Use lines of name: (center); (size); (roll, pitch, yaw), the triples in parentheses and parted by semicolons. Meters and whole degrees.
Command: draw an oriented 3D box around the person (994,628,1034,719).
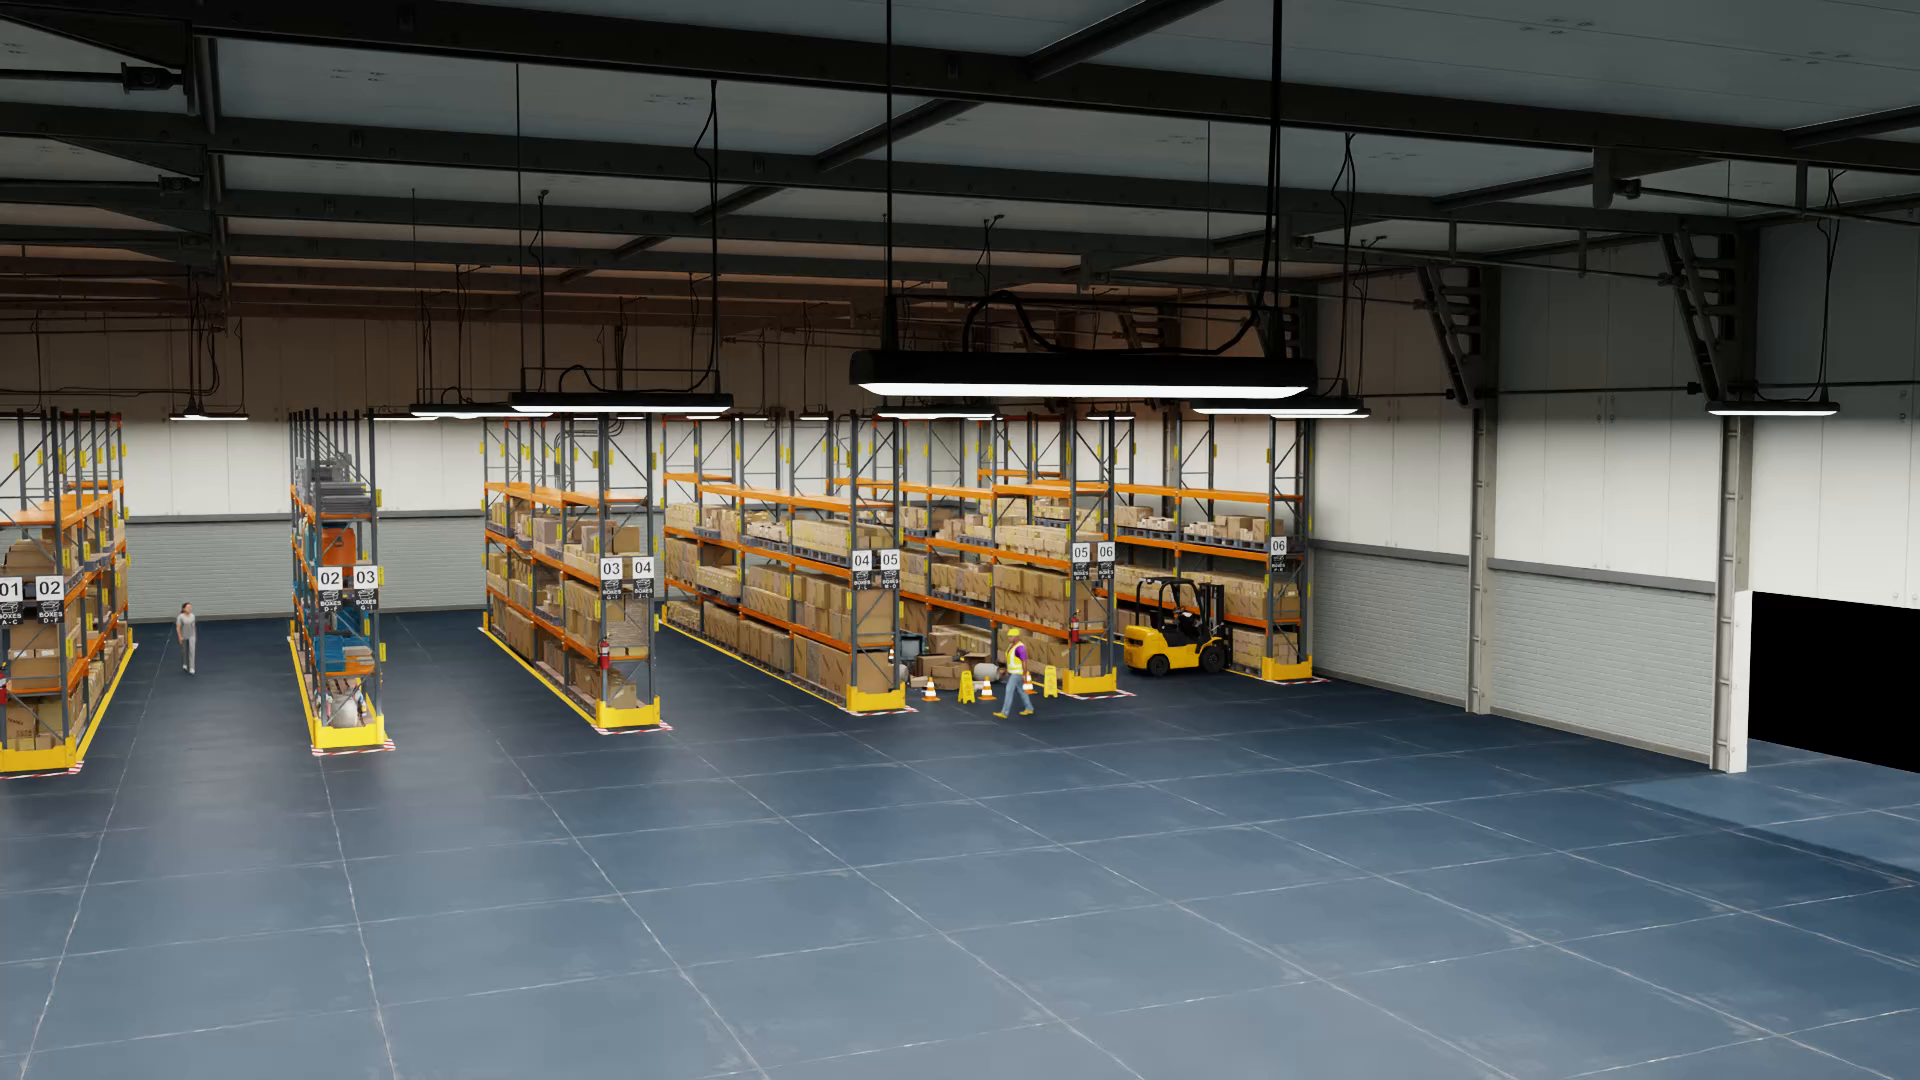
person: (1.035, 2.590, 32.388); (0.873, 1.749, 0.566); (-1, 4, -10)

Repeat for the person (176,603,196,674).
person: (-17.740, 2.237, 38.124); (0.413, 1.615, 1.080); (-2, 4, -27)
